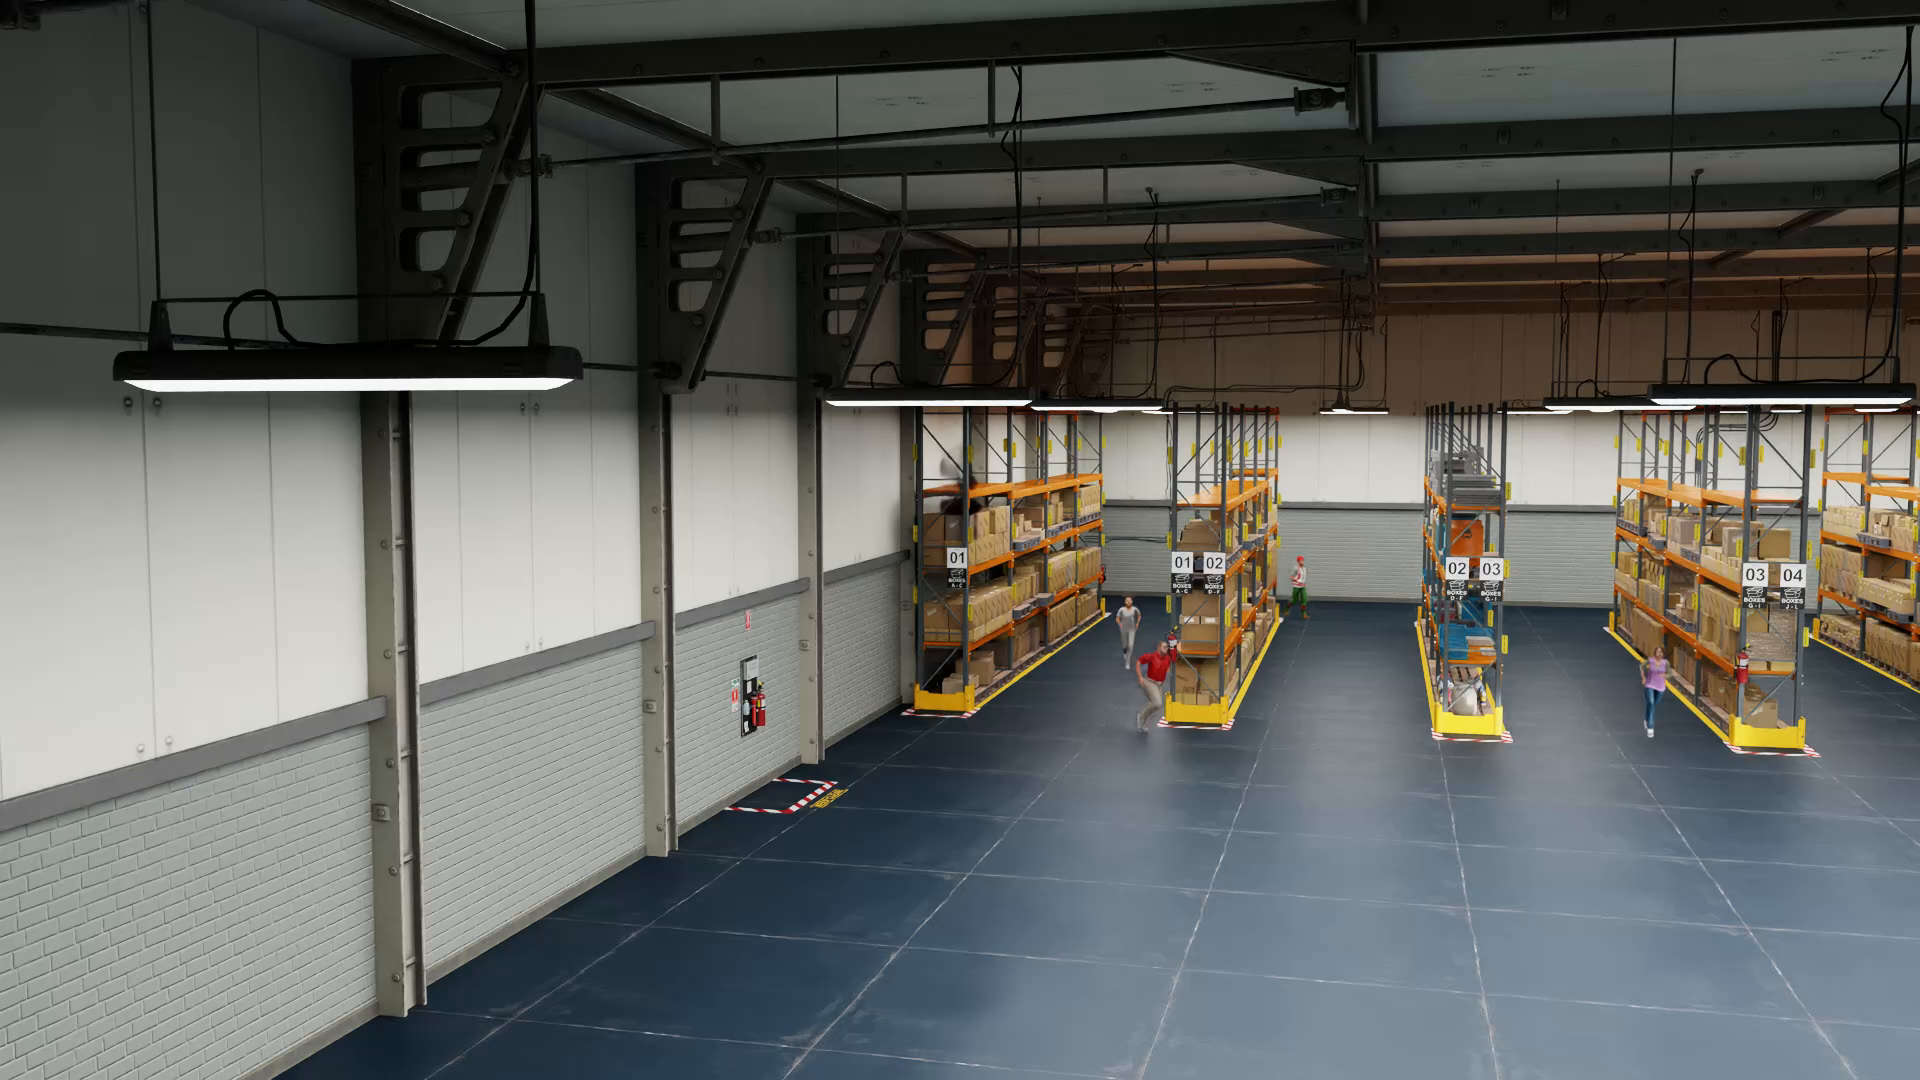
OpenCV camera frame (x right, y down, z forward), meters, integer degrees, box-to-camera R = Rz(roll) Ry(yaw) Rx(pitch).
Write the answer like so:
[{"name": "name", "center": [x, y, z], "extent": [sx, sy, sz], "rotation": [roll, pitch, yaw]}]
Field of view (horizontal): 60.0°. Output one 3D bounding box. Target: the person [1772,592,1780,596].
[{"name": "person", "center": [20.752, 1.807, 42.278], "extent": [0.573, 1.608, 0.529], "rotation": [1, 4, 18]}]

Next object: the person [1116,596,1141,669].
[{"name": "person", "center": [3.869, 2.103, 38.177], "extent": [0.576, 1.665, 0.797], "rotation": [0, 4, 5]}]

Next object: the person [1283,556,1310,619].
[{"name": "person", "center": [9.598, 1.339, 47.233], "extent": [0.642, 1.774, 0.943], "rotation": [-3, 5, -36]}]

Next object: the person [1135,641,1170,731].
[{"name": "person", "center": [3.544, 2.651, 30.252], "extent": [0.686, 1.651, 0.625], "rotation": [4, 6, 44]}]

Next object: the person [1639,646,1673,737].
[{"name": "person", "center": [12.559, 2.703, 29.998], "extent": [0.526, 1.591, 0.849], "rotation": [1, 4, 11]}]
